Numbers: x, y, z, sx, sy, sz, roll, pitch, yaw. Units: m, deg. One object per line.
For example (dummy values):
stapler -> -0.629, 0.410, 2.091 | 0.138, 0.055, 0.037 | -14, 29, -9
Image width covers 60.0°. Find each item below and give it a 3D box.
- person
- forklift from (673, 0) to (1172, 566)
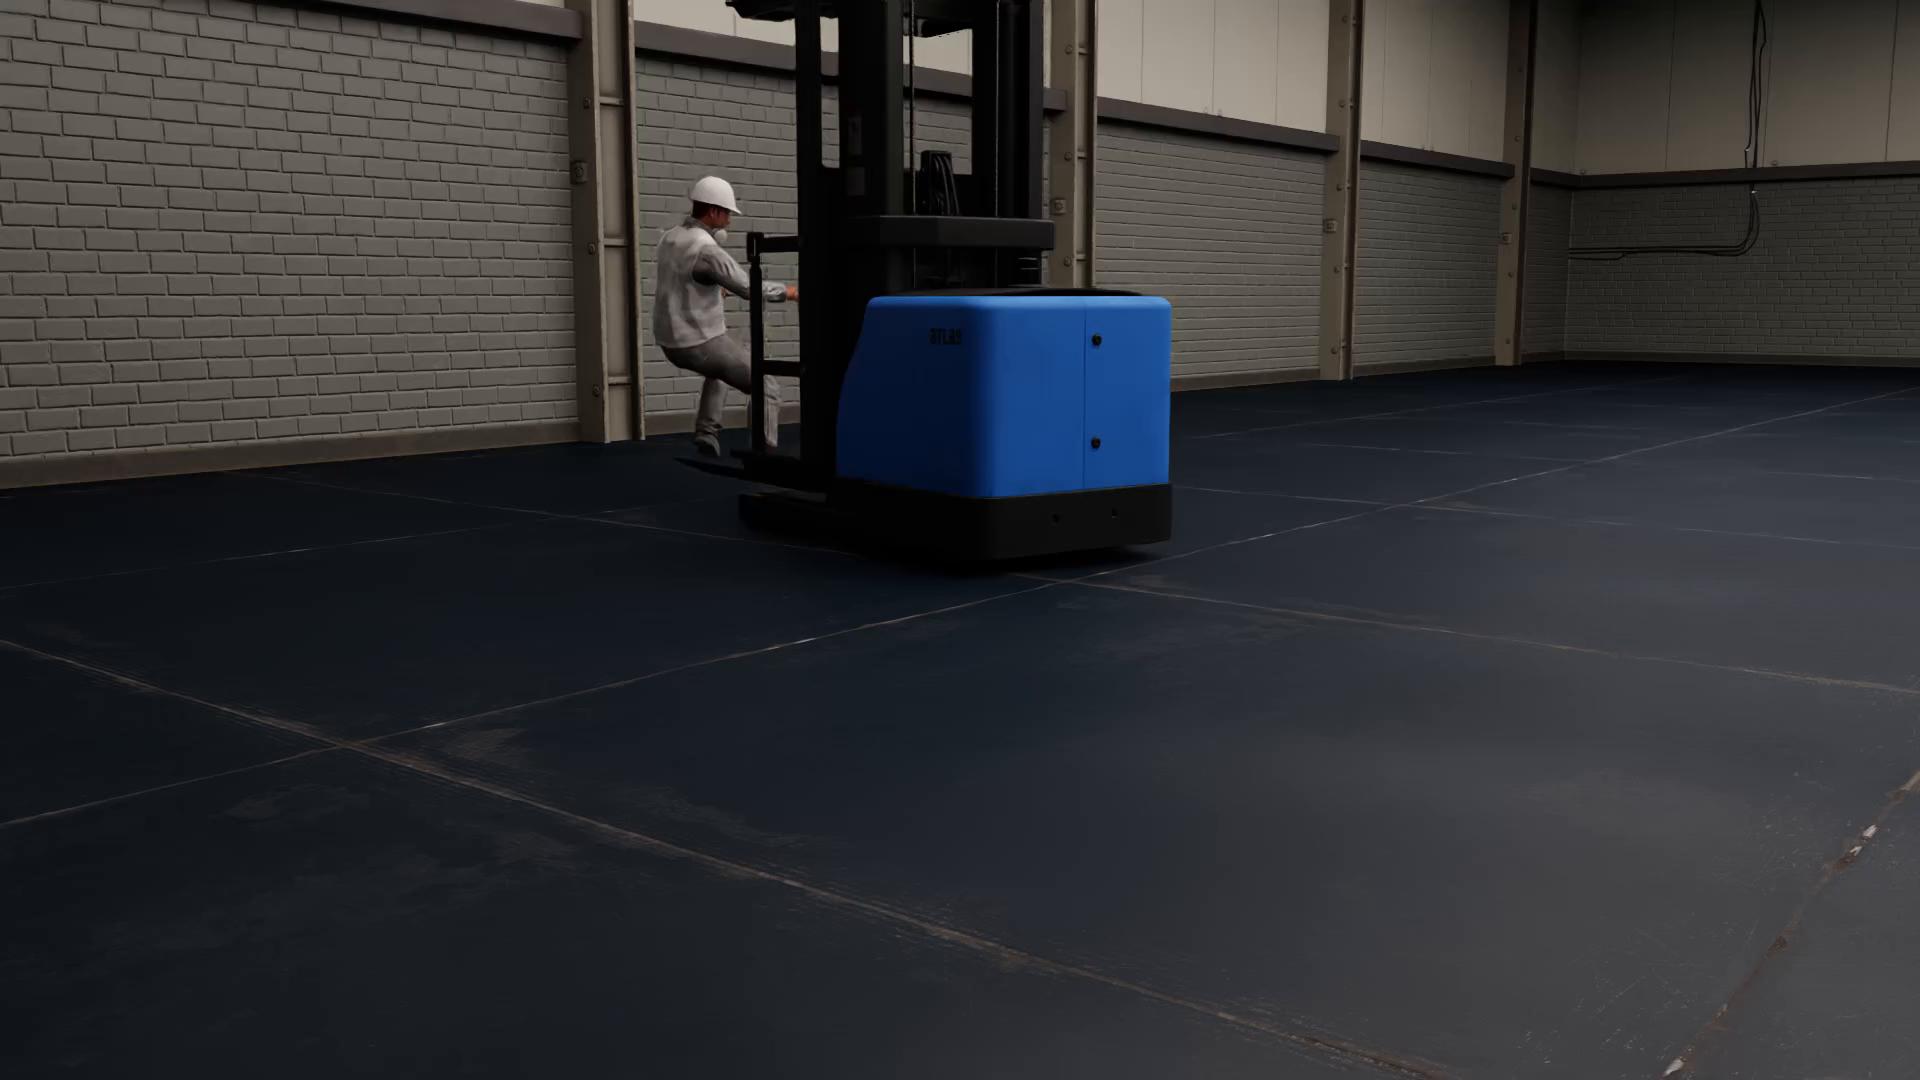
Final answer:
person -> -1.269, -1.162, 9.058 | 0.772, 1.581, 0.934 | -6, 10, -36
forklift -> -0.380, -1.517, 7.651 | 1.130, 2.935, 3.031 | -6, 10, -35
